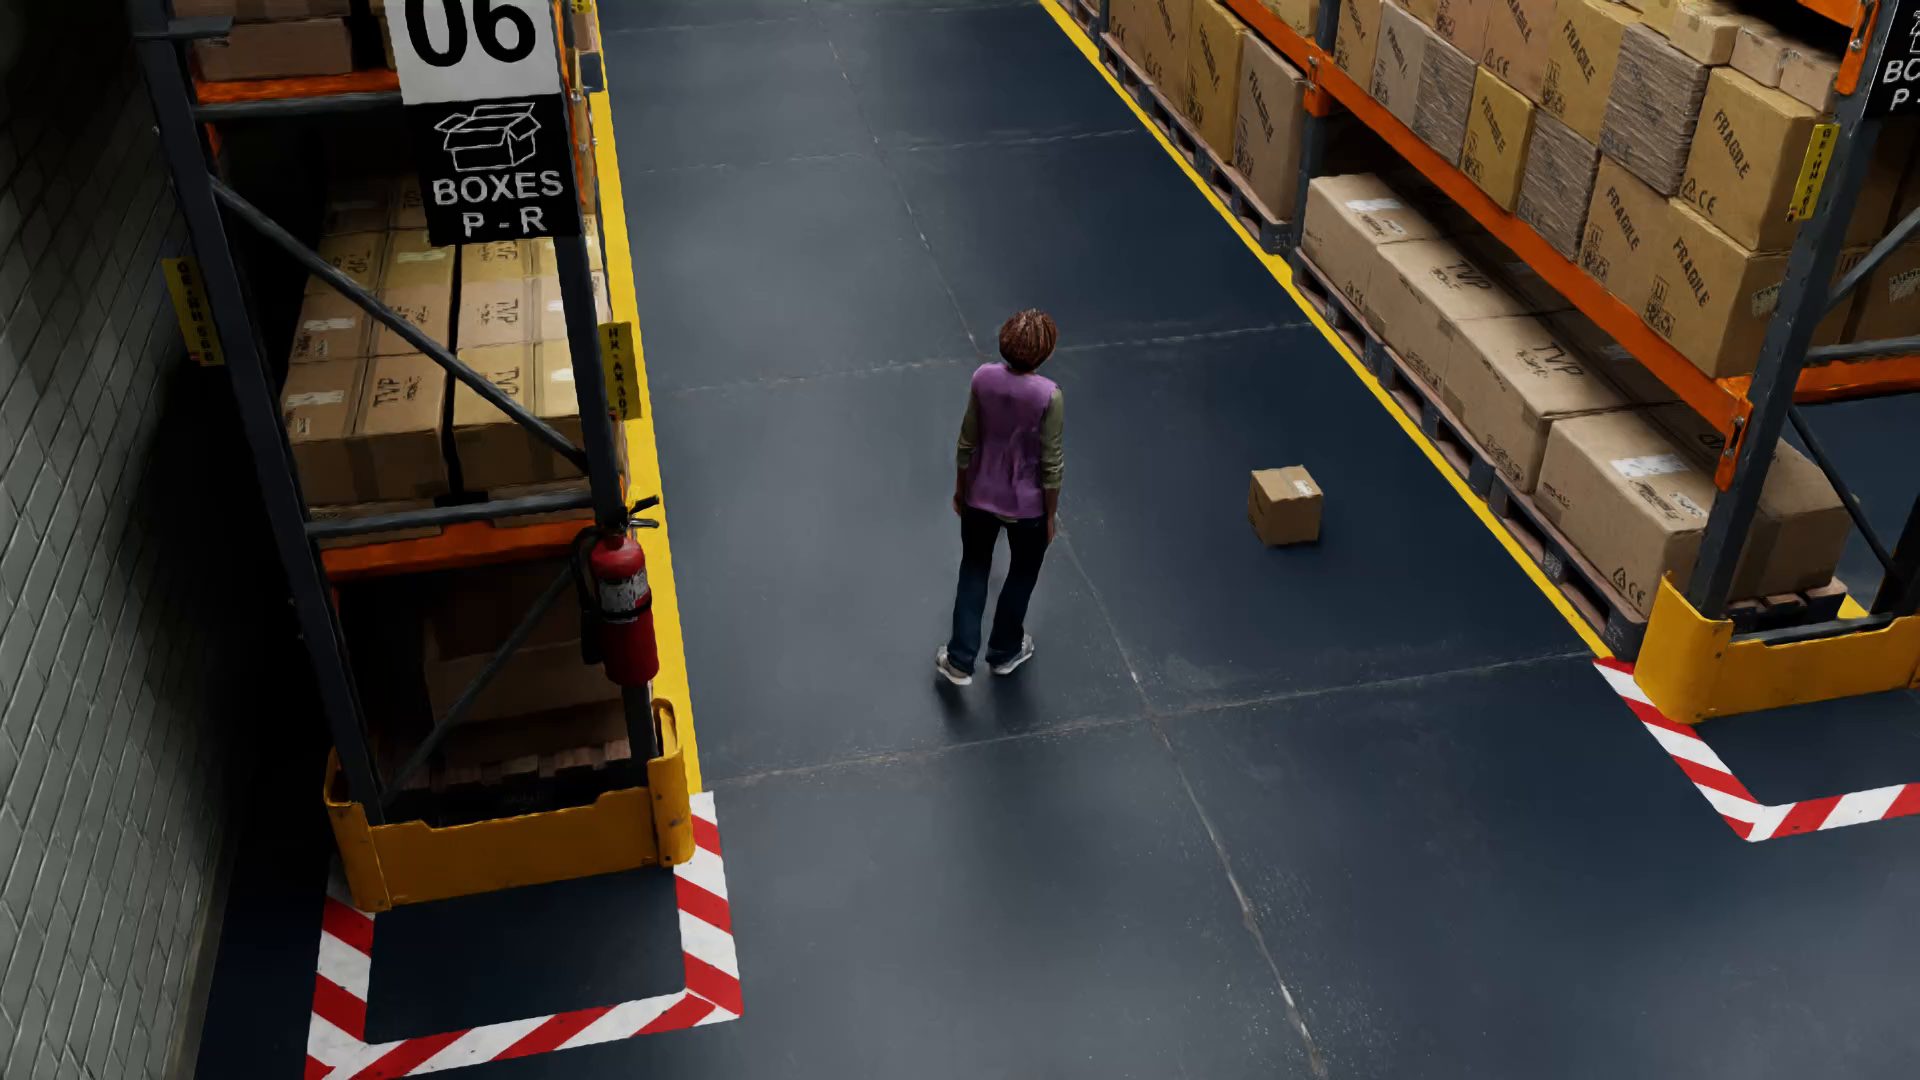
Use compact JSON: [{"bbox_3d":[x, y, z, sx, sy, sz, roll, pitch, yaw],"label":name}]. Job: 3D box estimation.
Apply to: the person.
[{"bbox_3d":[0.151,-0.066,6.342,0.463,1.480,0.504,14,37,19],"label":"person"}]
